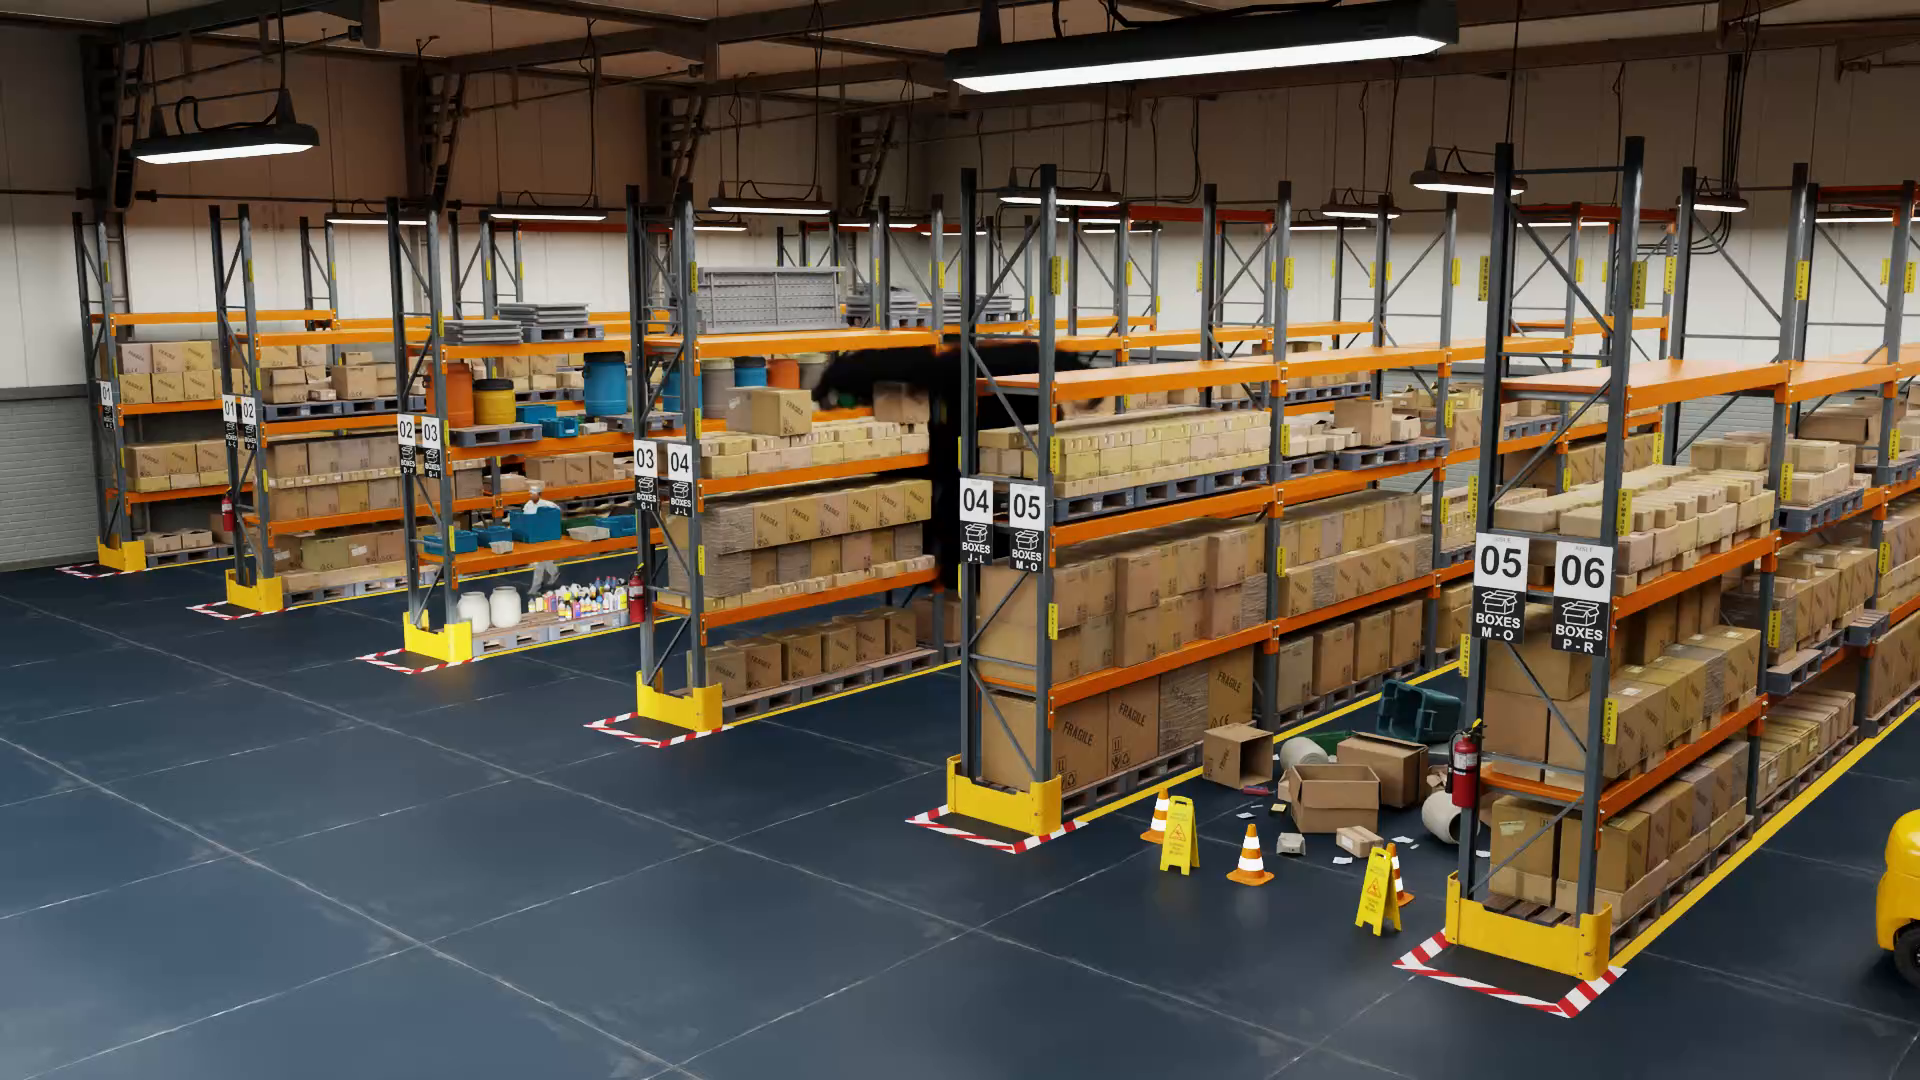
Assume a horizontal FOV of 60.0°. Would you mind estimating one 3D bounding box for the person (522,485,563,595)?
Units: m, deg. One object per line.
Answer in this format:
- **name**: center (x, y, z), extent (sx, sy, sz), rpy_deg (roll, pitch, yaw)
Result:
- **person**: center (-6.645, -0.038, 26.350), extent (0.581, 1.690, 0.893), rpy_deg (5, 11, 27)
